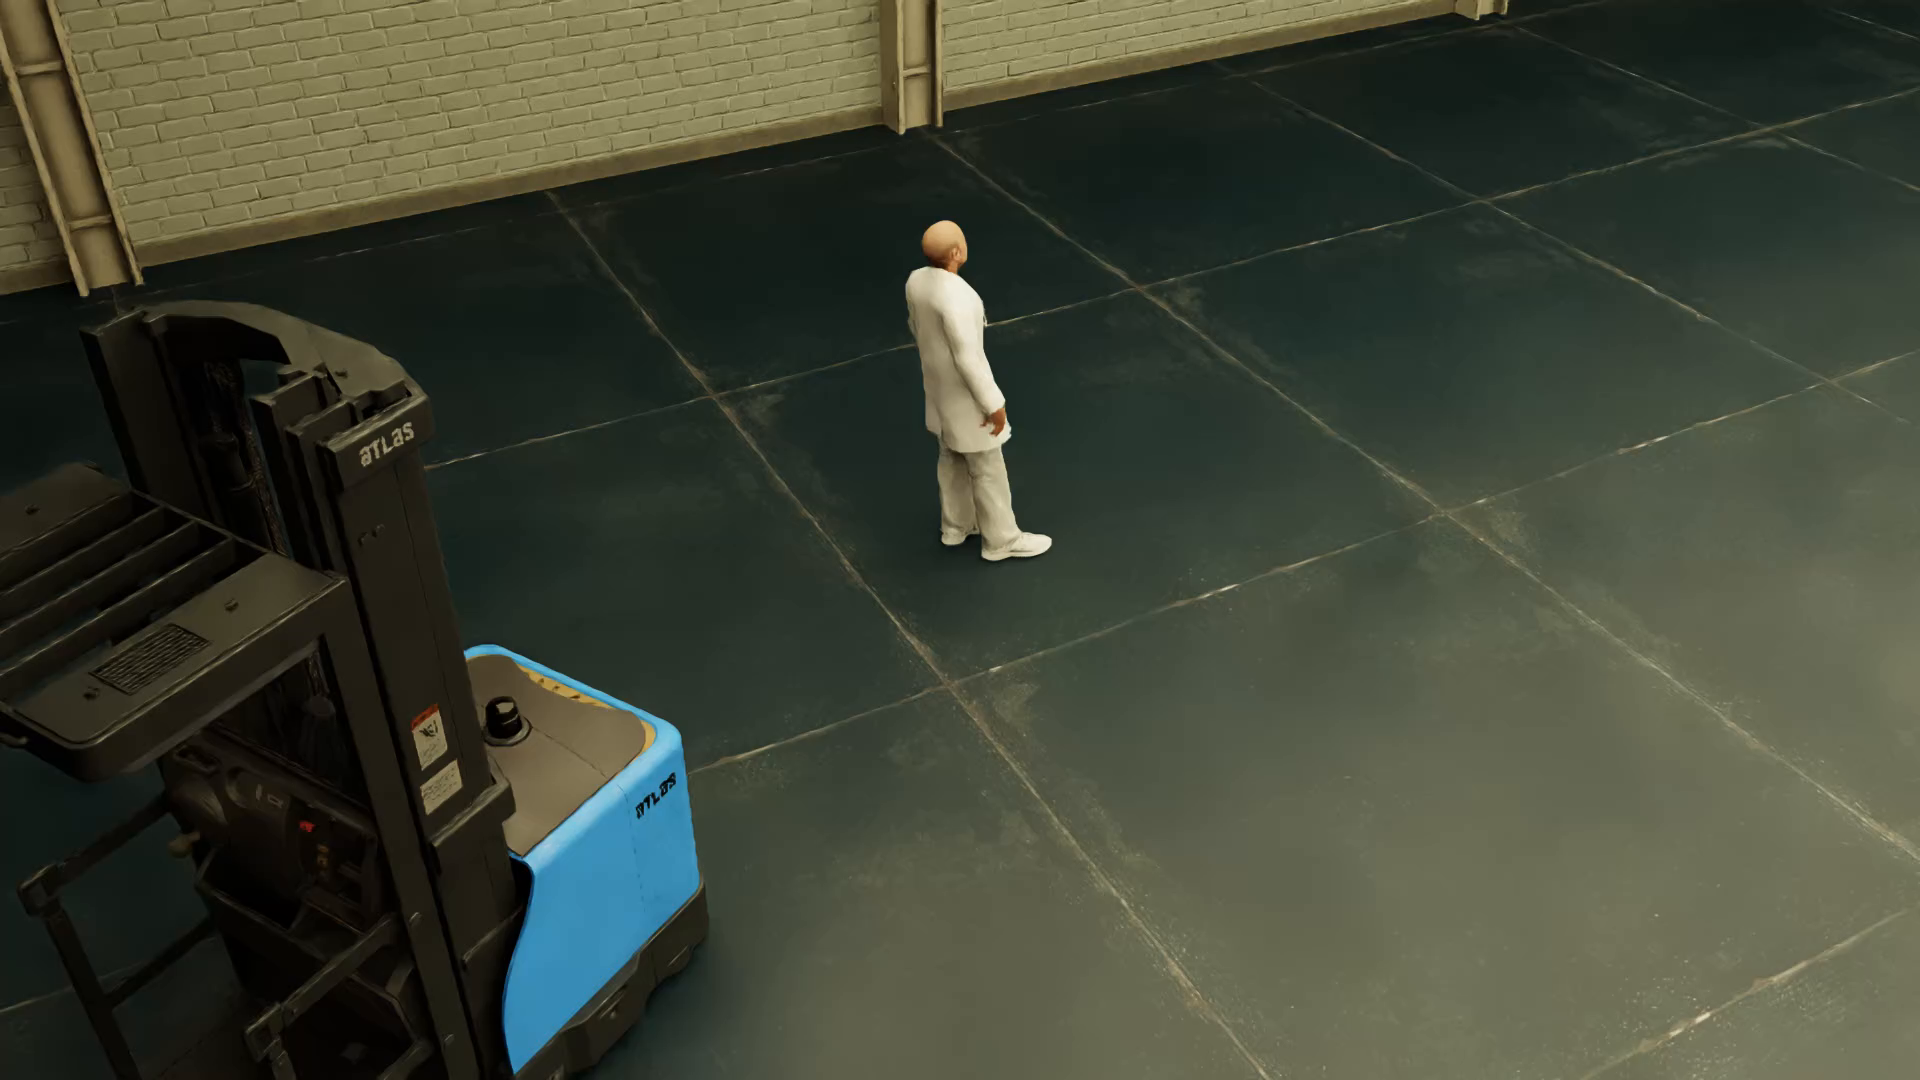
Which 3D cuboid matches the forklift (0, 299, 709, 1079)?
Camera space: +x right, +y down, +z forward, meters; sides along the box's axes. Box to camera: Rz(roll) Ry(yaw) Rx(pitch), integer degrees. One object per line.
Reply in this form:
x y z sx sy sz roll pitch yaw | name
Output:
-2.171 0.920 4.822 1.130 2.935 3.031 20 40 25 | forklift

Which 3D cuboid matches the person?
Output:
0.082 -0.754 8.177 0.579 1.776 0.694 -17 39 -23 | person
